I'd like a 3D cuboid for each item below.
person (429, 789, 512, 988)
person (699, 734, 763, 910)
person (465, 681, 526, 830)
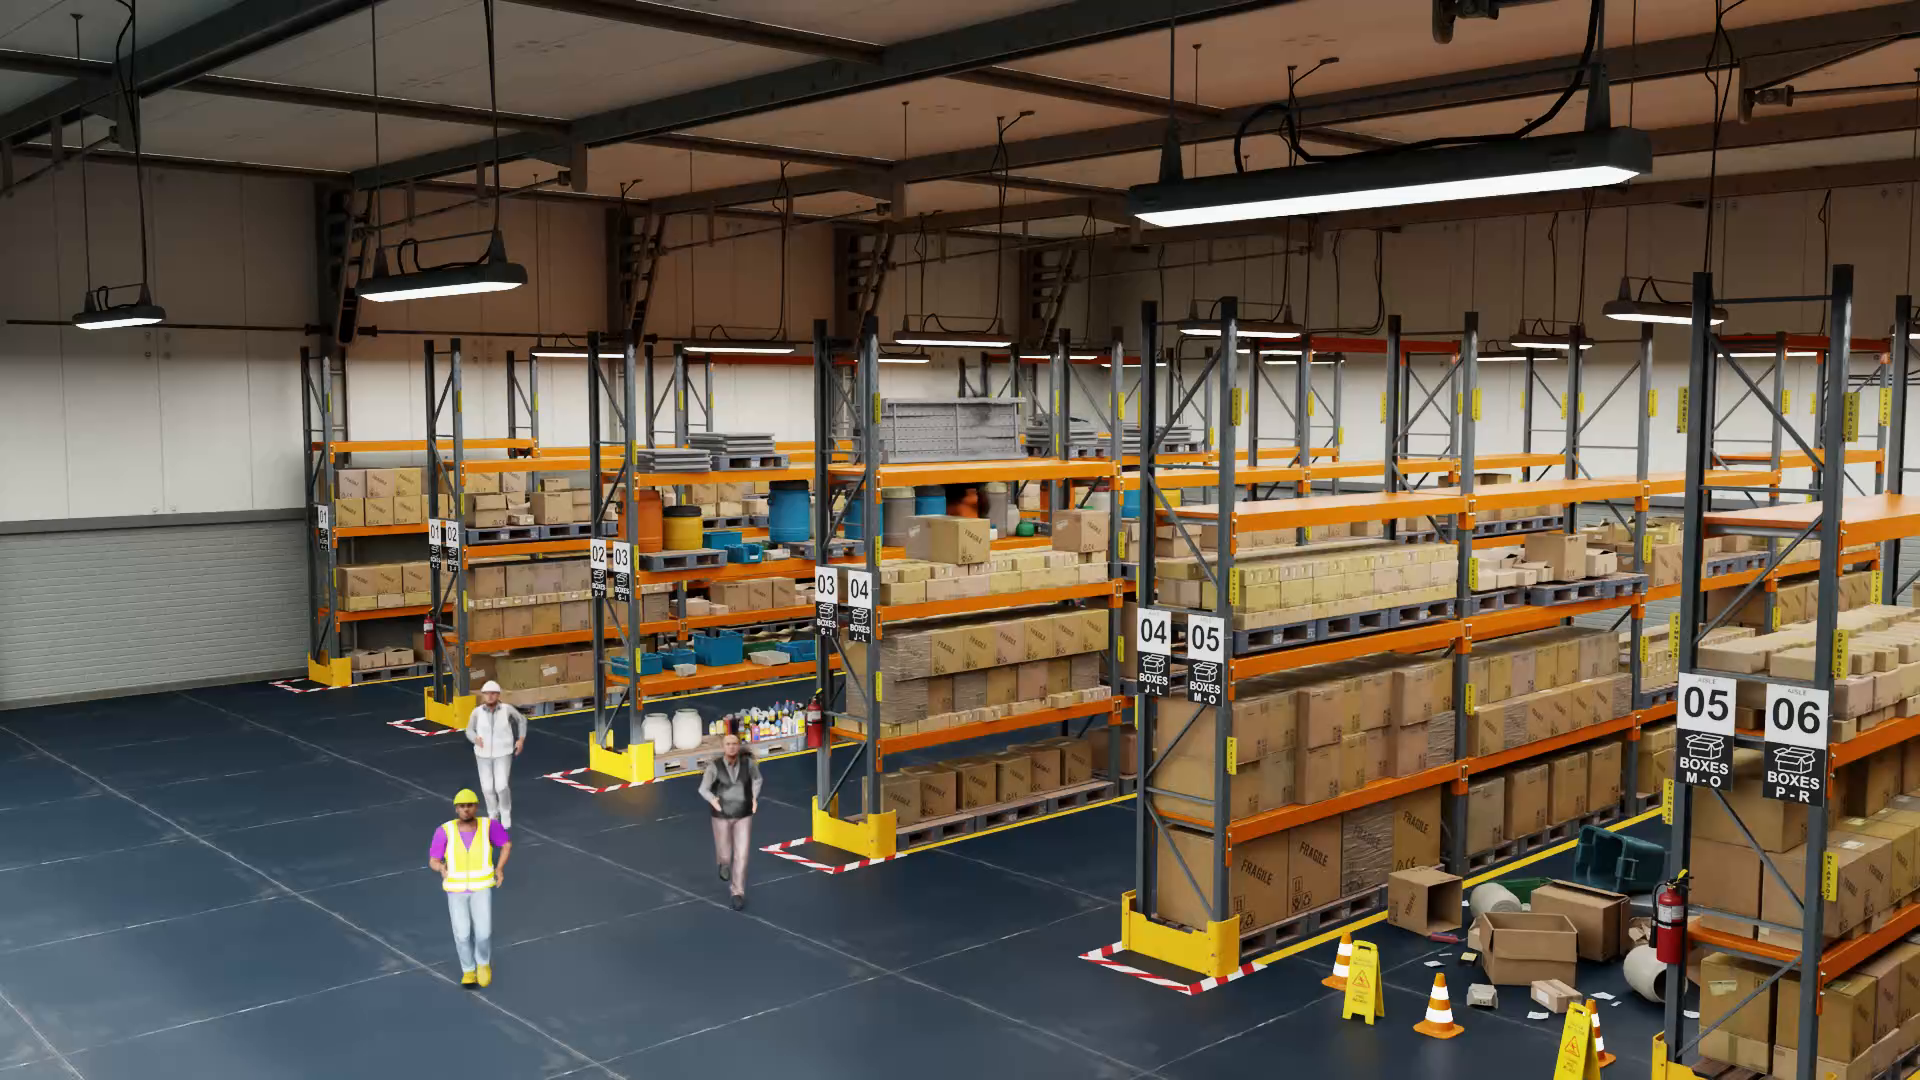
[{"bbox_3d":[-4.232,3.030,14.369,0.680,1.750,0.626,-1,5,-13],"label":"person"},{"bbox_3d":[-2.320,2.826,16.953,0.663,1.708,0.893,-1,5,-13],"label":"person"},{"bbox_3d":[-5.513,2.567,19.723,0.682,1.805,0.705,-1,5,-7],"label":"person"}]
